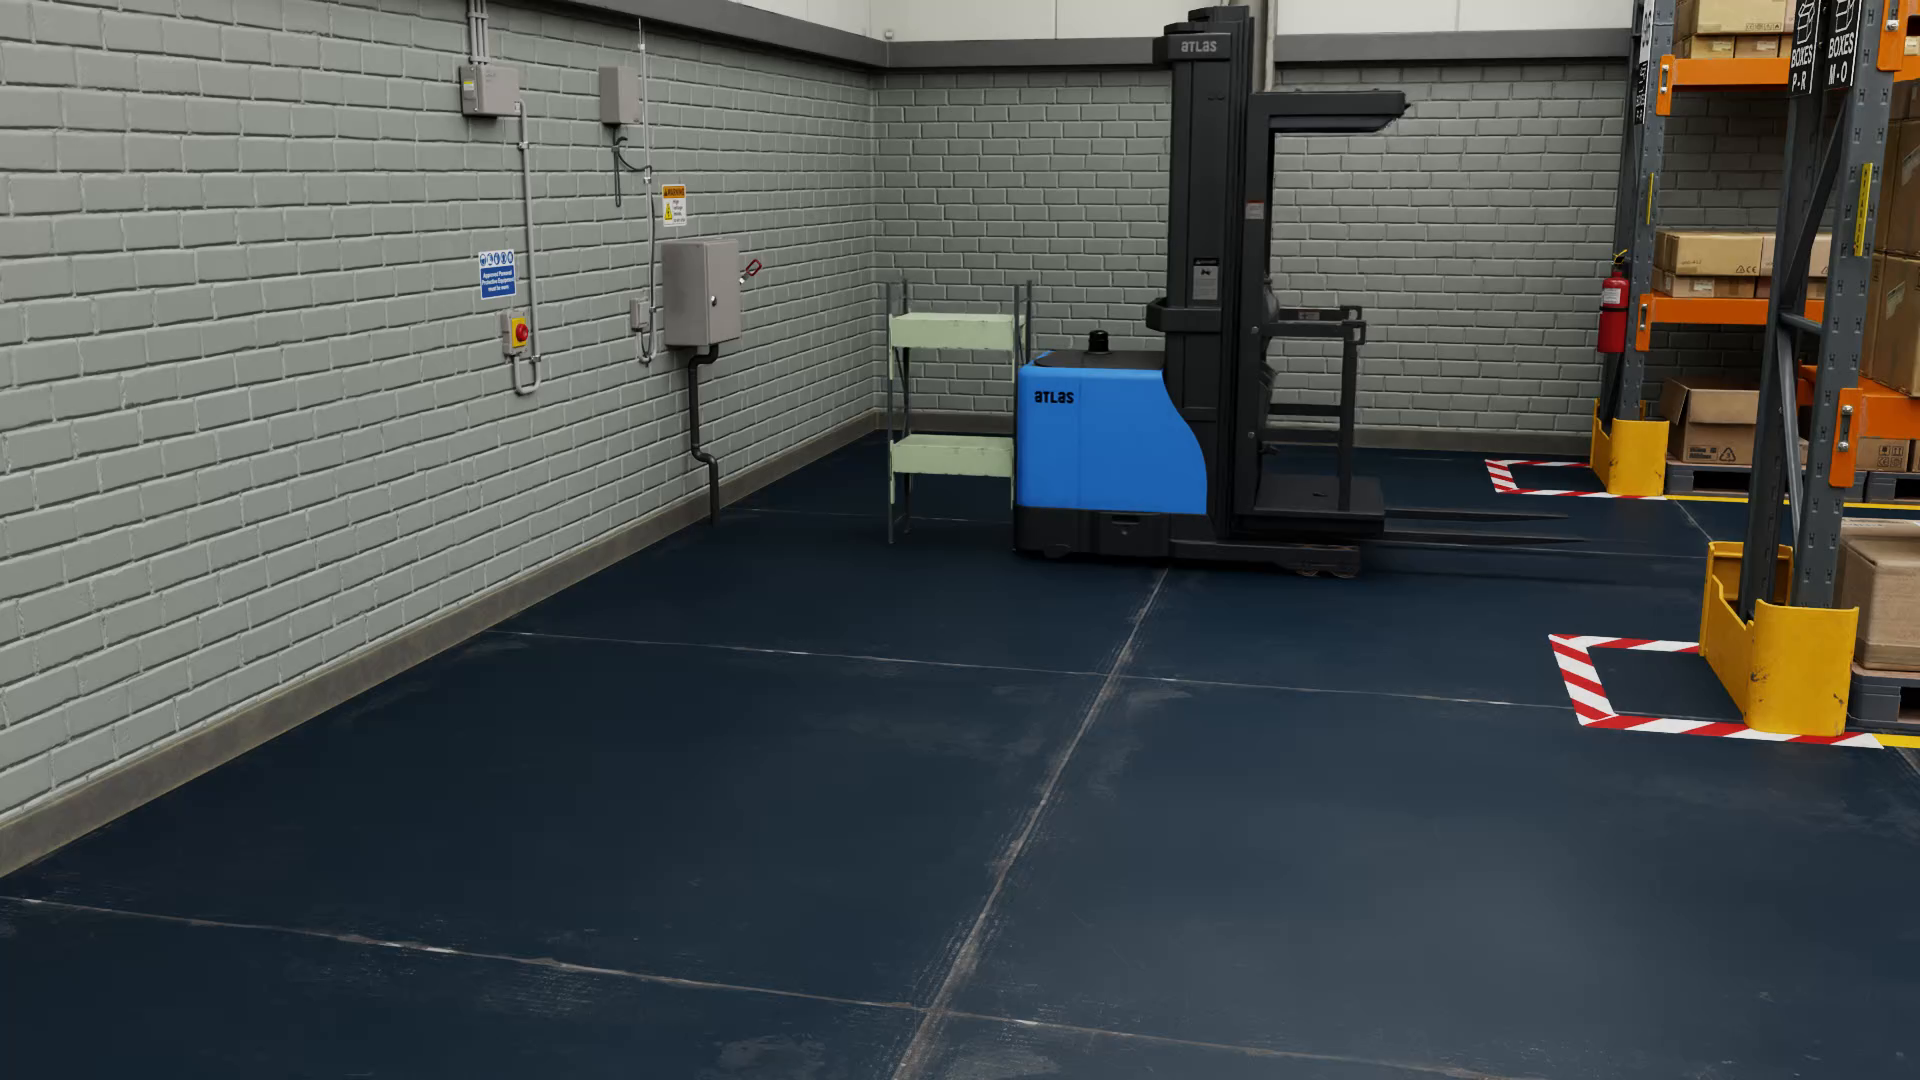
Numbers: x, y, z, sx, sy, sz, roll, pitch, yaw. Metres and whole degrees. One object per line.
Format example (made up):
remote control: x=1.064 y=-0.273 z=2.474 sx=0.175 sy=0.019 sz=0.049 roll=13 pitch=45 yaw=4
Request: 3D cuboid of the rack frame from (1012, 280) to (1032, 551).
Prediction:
rack frame: x=0.355 y=-0.714 z=9.489 sx=0.023 sy=1.500 sz=0.400 roll=3 pitch=13 yaw=13

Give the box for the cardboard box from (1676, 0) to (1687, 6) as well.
cardboard box: x=5.059 y=-3.699 z=11.062 sx=0.500 sy=0.250 sz=0.500 roll=3 pitch=13 yaw=12

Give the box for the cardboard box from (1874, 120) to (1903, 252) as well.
cardboard box: x=3.900 y=-1.401 z=6.584 sx=0.500 sy=0.500 sz=0.500 roll=4 pitch=13 yaw=15

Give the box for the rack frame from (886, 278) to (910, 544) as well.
rack frame: x=-0.358 y=-0.750 z=9.652 sx=0.023 sy=1.500 sz=0.400 roll=3 pitch=13 yaw=13

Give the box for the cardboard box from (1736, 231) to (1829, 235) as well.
cardboard box: x=5.571 y=-1.960 z=11.302 sx=0.500 sy=0.250 sz=0.500 roll=3 pitch=13 yaw=14

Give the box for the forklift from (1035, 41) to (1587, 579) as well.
forklift: x=1.916 y=-1.306 z=9.056 sx=2.937 sy=2.843 sz=1.107 roll=3 pitch=13 yaw=12

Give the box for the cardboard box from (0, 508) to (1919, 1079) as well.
cardboard box: x=4.263 y=0.002 z=6.146 sx=13.522 sy=1.550 sz=6.103 roll=3 pitch=13 yaw=13

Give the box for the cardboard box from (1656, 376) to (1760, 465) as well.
cardboard box: x=5.132 y=-0.818 z=11.288 sx=0.637 sy=0.503 sz=0.797 roll=3 pitch=13 yaw=11

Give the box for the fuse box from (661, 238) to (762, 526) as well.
fuse box: x=-1.460 y=-0.932 z=9.984 sx=0.414 sy=1.711 sz=0.539 roll=3 pitch=13 yaw=14

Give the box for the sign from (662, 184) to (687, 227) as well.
sign: x=-1.674 y=-1.963 z=9.751 sx=0.001 sy=0.242 sz=0.339 roll=3 pitch=13 yaw=14

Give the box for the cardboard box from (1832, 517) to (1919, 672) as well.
cardboard box: x=4.040 y=0.220 z=6.763 sx=0.875 sy=0.438 sz=0.875 roll=3 pitch=13 yaw=12

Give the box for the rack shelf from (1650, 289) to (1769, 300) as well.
rack shelf: x=6.503 y=-1.524 z=10.885 sx=3.809 sy=0.124 sz=0.919 roll=3 pitch=13 yaw=14

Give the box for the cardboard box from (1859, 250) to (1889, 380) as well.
cardboard box: x=3.907 y=-0.919 z=6.718 sx=0.500 sy=0.500 sz=0.500 roll=3 pitch=13 yaw=14

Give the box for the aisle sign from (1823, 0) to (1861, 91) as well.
aisle sign: x=3.236 y=-2.051 z=6.051 sx=0.004 sy=0.787 sz=0.394 roll=3 pitch=13 yaw=14

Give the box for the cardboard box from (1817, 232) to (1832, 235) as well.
cardboard box: x=6.051 y=-1.933 z=11.182 sx=0.500 sy=0.250 sz=0.500 roll=3 pitch=13 yaw=15

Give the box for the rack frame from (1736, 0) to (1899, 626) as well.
rack frame: x=3.375 y=-0.839 z=6.591 sx=0.127 sy=3.000 sz=1.000 roll=3 pitch=13 yaw=14

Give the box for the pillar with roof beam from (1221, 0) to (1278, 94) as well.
pillar with roof beam: x=1.128 y=-4.236 z=8.051 sx=0.400 sy=9.000 sz=9.100 roll=3 pitch=13 yaw=14

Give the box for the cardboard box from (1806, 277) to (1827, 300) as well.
cardboard box: x=5.567 y=-1.650 z=10.825 sx=0.250 sy=0.149 sz=0.380 roll=3 pitch=13 yaw=15

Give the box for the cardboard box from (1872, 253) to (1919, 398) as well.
cardboard box: x=3.773 y=-0.803 z=6.195 sx=0.500 sy=0.500 sz=0.500 roll=3 pitch=13 yaw=13

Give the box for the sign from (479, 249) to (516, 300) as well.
sign: x=-2.176 y=-1.252 z=7.827 sx=0.001 sy=0.218 sz=0.327 roll=3 pitch=13 yaw=14

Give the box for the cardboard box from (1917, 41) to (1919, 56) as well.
cardboard box: x=6.049 y=-3.088 z=10.381 sx=0.250 sy=0.149 sz=0.380 roll=3 pitch=13 yaw=13

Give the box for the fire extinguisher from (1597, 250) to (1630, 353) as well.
fire extinguisher: x=4.307 y=-1.574 z=10.941 sx=0.183 sy=0.674 sz=0.296 roll=3 pitch=13 yaw=14

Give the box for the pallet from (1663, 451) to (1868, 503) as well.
pallet: x=5.409 y=-0.477 z=11.395 sx=1.213 sy=0.211 sz=1.003 roll=3 pitch=13 yaw=14

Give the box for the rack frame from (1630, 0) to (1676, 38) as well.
rack frame: x=4.561 y=-4.812 z=10.646 sx=0.127 sy=3.000 sz=1.000 roll=3 pitch=13 yaw=14

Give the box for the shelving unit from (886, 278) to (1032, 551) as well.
shelving unit: x=-0.002 y=-0.732 z=9.570 sx=0.755 sy=1.500 sz=0.400 roll=3 pitch=13 yaw=13

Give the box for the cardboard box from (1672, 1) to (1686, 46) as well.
cardboard box: x=5.058 y=-3.454 z=11.109 sx=0.500 sy=0.250 sz=0.500 roll=3 pitch=13 yaw=13

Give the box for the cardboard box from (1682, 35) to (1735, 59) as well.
cardboard box: x=4.815 y=-3.159 z=10.704 sx=0.250 sy=0.149 sz=0.380 roll=3 pitch=13 yaw=15

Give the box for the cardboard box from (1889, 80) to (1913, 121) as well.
cardboard box: x=3.772 y=-1.716 z=6.507 sx=0.250 sy=0.149 sz=0.380 roll=3 pitch=13 yaw=14

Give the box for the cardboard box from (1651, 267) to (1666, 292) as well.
cardboard box: x=4.947 y=-1.800 z=11.500 sx=0.250 sy=0.149 sz=0.380 roll=3 pitch=13 yaw=13

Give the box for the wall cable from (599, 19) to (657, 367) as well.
wall cable: x=-1.776 y=-1.922 z=9.124 sx=0.122 sy=1.984 sz=0.588 roll=3 pitch=13 yaw=14

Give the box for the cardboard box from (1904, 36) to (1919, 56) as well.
cardboard box: x=5.794 y=-3.088 z=10.381 sx=0.250 sy=0.149 sz=0.380 roll=3 pitch=13 yaw=13

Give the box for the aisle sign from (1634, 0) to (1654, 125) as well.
aisle sign: x=4.424 y=-3.094 z=10.752 sx=0.004 sy=0.787 sz=0.394 roll=3 pitch=13 yaw=14

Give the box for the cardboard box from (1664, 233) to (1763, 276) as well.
cardboard box: x=4.937 y=-1.875 z=10.919 sx=0.500 sy=0.250 sz=0.500 roll=3 pitch=13 yaw=14

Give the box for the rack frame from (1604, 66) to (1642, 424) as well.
rack frame: x=4.560 y=-1.882 z=11.293 sx=0.053 sy=2.616 sz=0.949 roll=3 pitch=13 yaw=14

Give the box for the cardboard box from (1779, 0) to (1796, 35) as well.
cardboard box: x=5.425 y=-3.317 z=10.493 sx=0.500 sy=0.250 sz=0.500 roll=3 pitch=13 yaw=15

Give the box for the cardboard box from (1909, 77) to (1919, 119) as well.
cardboard box: x=3.654 y=-1.616 z=6.056 sx=0.250 sy=0.149 sz=0.380 roll=3 pitch=13 yaw=15
